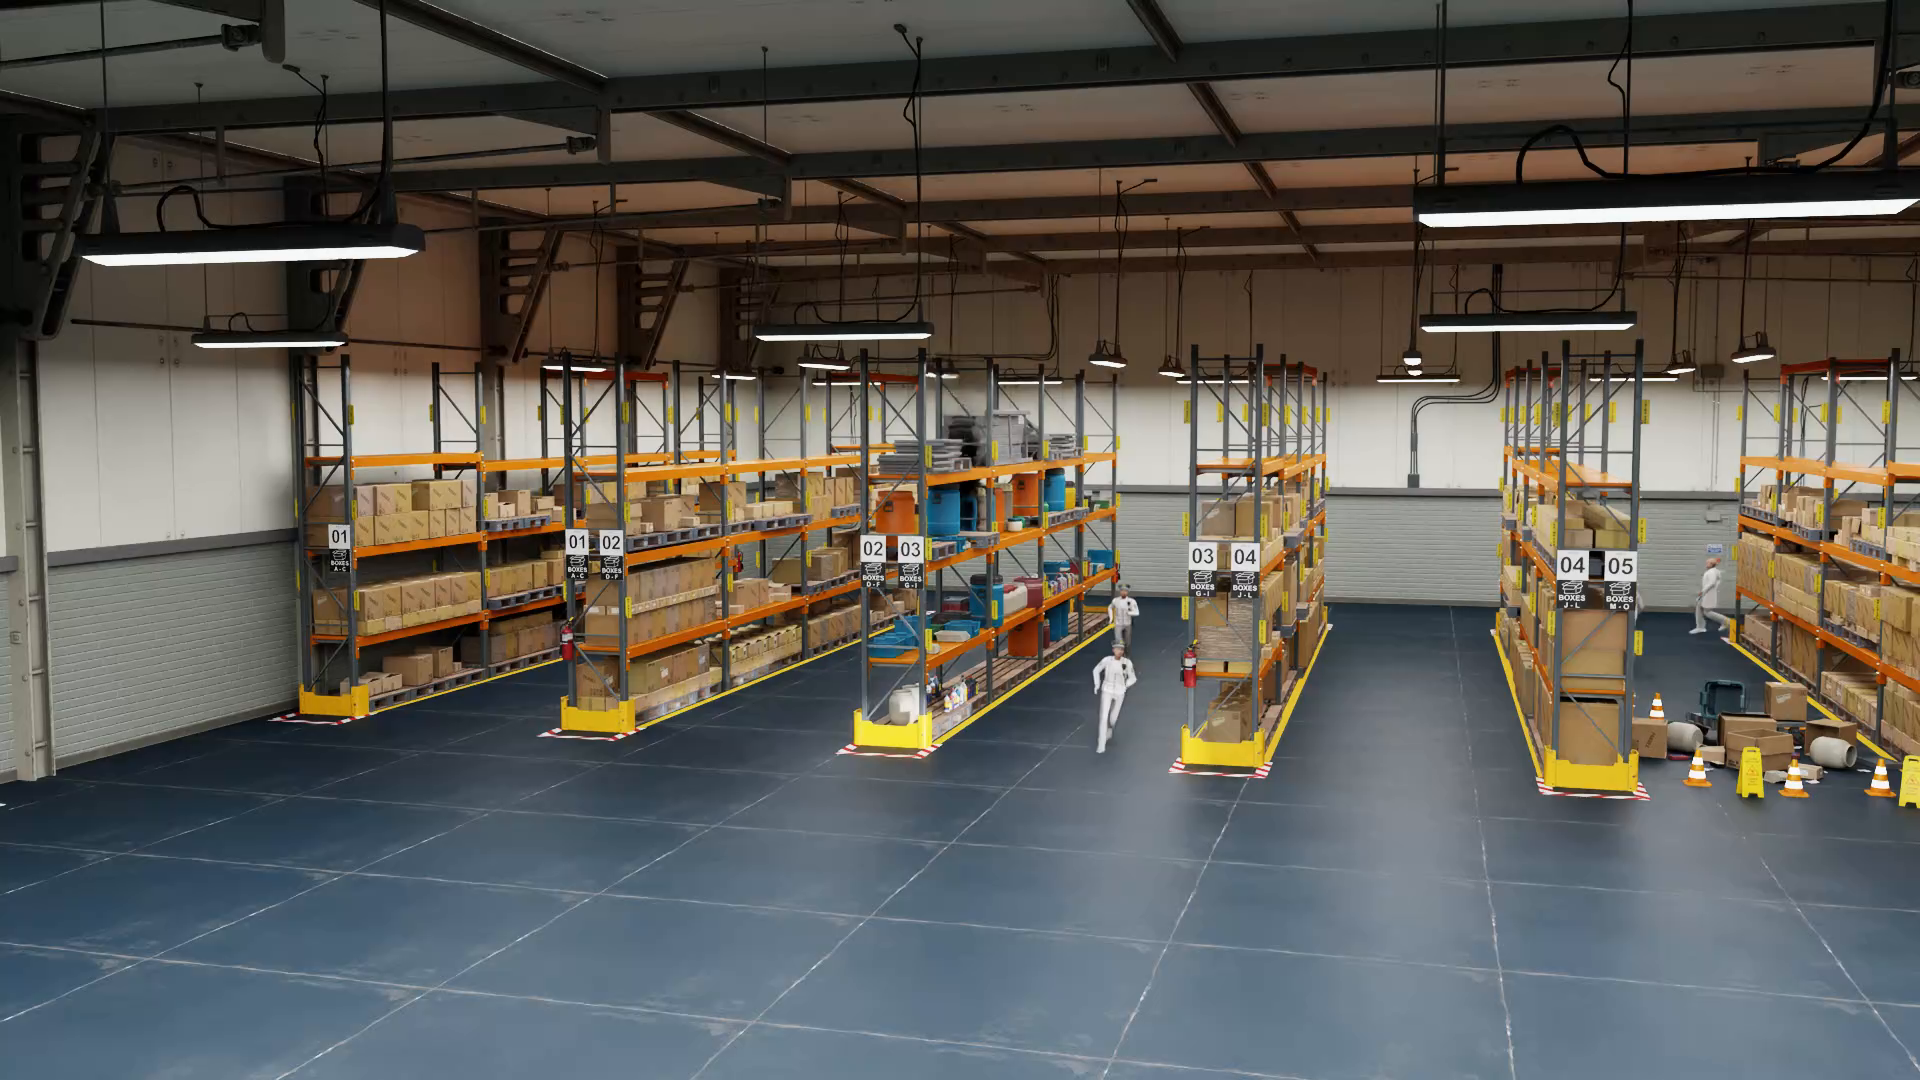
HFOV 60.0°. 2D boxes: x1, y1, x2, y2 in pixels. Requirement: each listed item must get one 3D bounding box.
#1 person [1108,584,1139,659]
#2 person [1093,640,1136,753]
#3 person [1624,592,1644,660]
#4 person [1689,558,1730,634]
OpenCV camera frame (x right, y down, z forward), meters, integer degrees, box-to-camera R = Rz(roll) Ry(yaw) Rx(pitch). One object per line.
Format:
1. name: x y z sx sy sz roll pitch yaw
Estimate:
1. person: 3.202 1.696 32.570 0.604 1.699 0.914 0 4 6
2. person: 2.320 2.317 24.999 0.654 1.673 0.812 0 4 7
3. person: 13.576 1.602 33.896 0.665 1.742 0.546 1 4 9
4. person: 17.168 1.295 37.993 0.902 1.761 0.729 2 5 26
